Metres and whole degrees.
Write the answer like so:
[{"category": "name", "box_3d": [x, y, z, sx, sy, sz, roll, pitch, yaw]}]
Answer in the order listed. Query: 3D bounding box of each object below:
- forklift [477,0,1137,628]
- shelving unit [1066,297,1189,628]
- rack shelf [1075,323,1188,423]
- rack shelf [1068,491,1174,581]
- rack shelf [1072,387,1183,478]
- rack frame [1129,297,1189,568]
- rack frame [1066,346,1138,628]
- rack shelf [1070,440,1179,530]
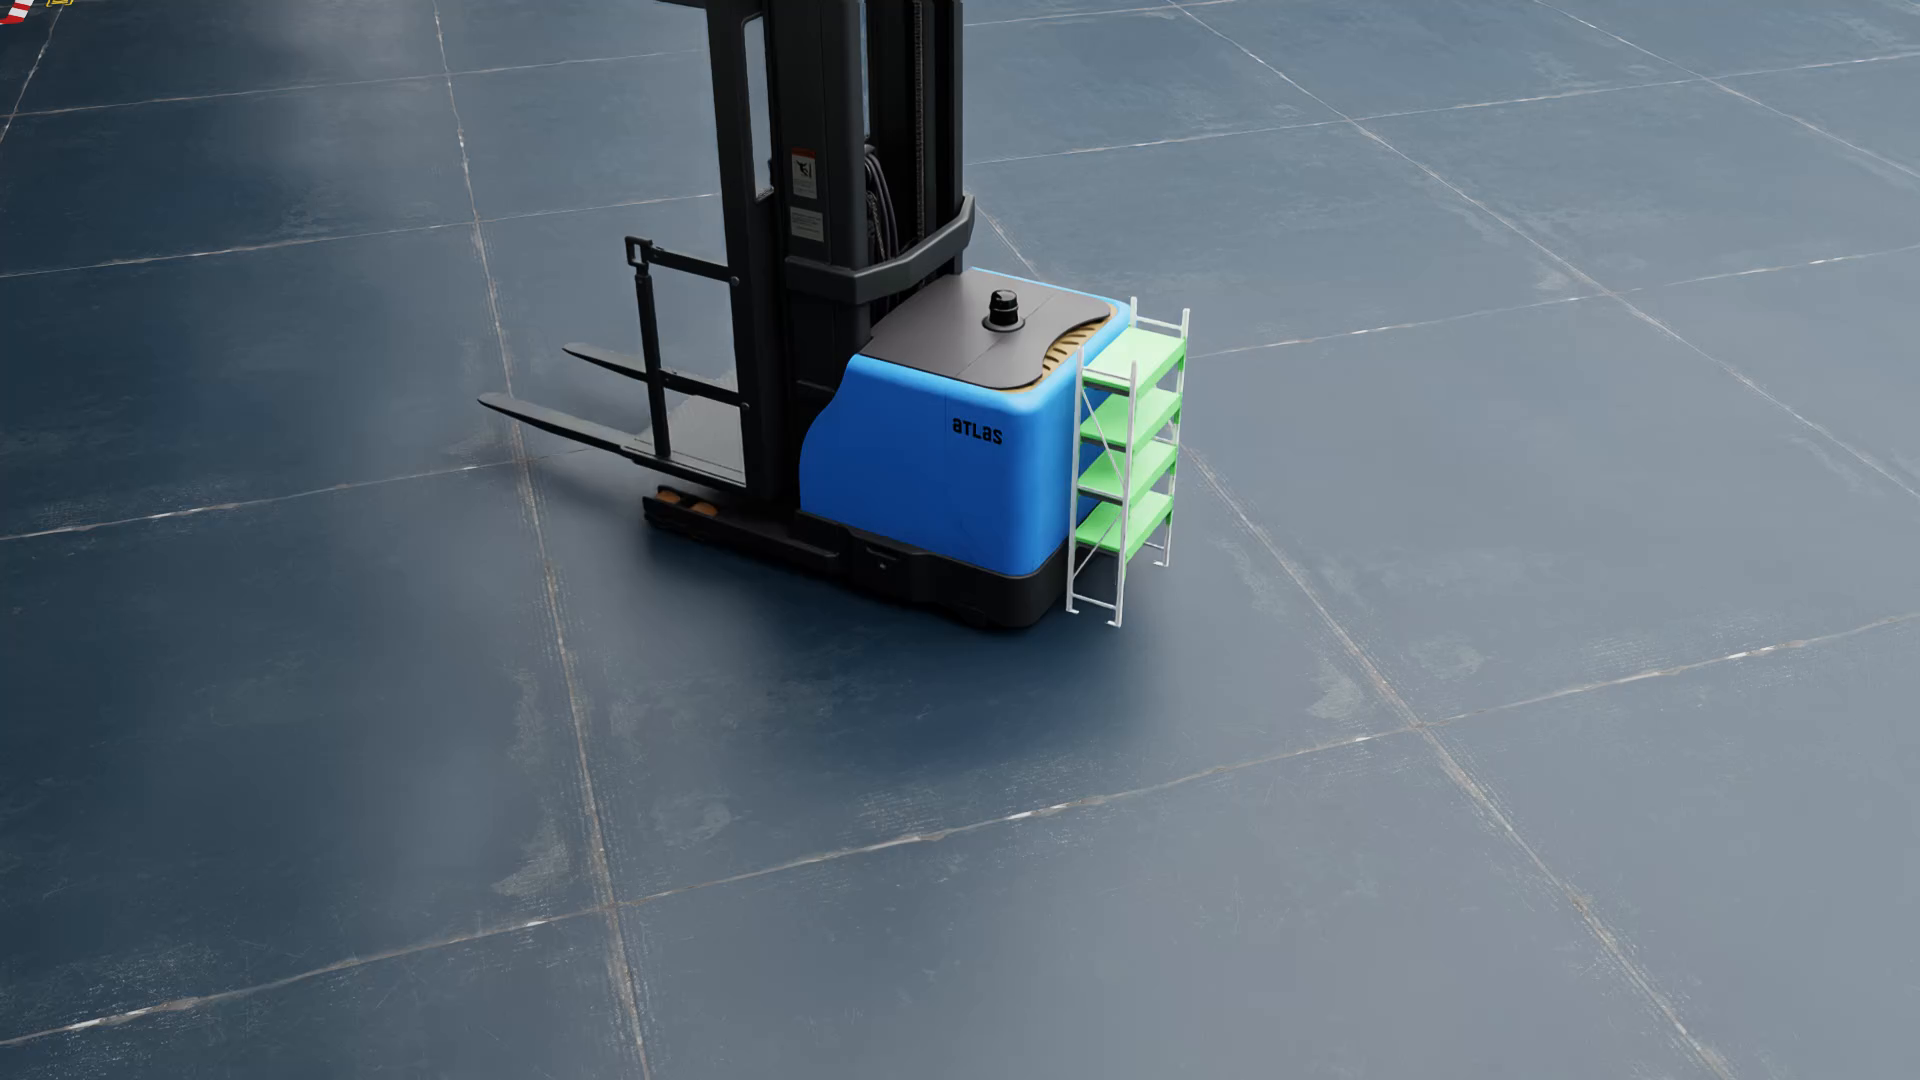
[{"category": "forklift", "box_3d": [-0.802, -1.455, 6.793, 3.031, 2.935, 1.130, 17, 37, 24]}, {"category": "shelving unit", "box_3d": [0.660, -0.300, 6.615, 0.258, 1.200, 0.503, 17, 37, 24]}, {"category": "rack shelf", "box_3d": [0.660, -0.647, 6.386, 0.258, 0.148, 0.480, 17, 37, 24]}, {"category": "rack shelf", "box_3d": [0.660, -0.046, 6.783, 0.258, 0.148, 0.480, 17, 37, 24]}, {"category": "rack shelf", "box_3d": [0.660, -0.447, 6.518, 0.258, 0.148, 0.480, 17, 37, 24]}, {"category": "rack frame", "box_3d": [0.777, -0.418, 6.794, 0.240, 1.200, 0.015, 17, 37, 24]}, {"category": "rack frame", "box_3d": [0.542, -0.182, 6.437, 0.240, 1.200, 0.015, 17, 37, 24]}, {"category": "rack shelf", "box_3d": [0.660, -0.246, 6.651, 0.258, 0.148, 0.480, 17, 37, 24]}]
